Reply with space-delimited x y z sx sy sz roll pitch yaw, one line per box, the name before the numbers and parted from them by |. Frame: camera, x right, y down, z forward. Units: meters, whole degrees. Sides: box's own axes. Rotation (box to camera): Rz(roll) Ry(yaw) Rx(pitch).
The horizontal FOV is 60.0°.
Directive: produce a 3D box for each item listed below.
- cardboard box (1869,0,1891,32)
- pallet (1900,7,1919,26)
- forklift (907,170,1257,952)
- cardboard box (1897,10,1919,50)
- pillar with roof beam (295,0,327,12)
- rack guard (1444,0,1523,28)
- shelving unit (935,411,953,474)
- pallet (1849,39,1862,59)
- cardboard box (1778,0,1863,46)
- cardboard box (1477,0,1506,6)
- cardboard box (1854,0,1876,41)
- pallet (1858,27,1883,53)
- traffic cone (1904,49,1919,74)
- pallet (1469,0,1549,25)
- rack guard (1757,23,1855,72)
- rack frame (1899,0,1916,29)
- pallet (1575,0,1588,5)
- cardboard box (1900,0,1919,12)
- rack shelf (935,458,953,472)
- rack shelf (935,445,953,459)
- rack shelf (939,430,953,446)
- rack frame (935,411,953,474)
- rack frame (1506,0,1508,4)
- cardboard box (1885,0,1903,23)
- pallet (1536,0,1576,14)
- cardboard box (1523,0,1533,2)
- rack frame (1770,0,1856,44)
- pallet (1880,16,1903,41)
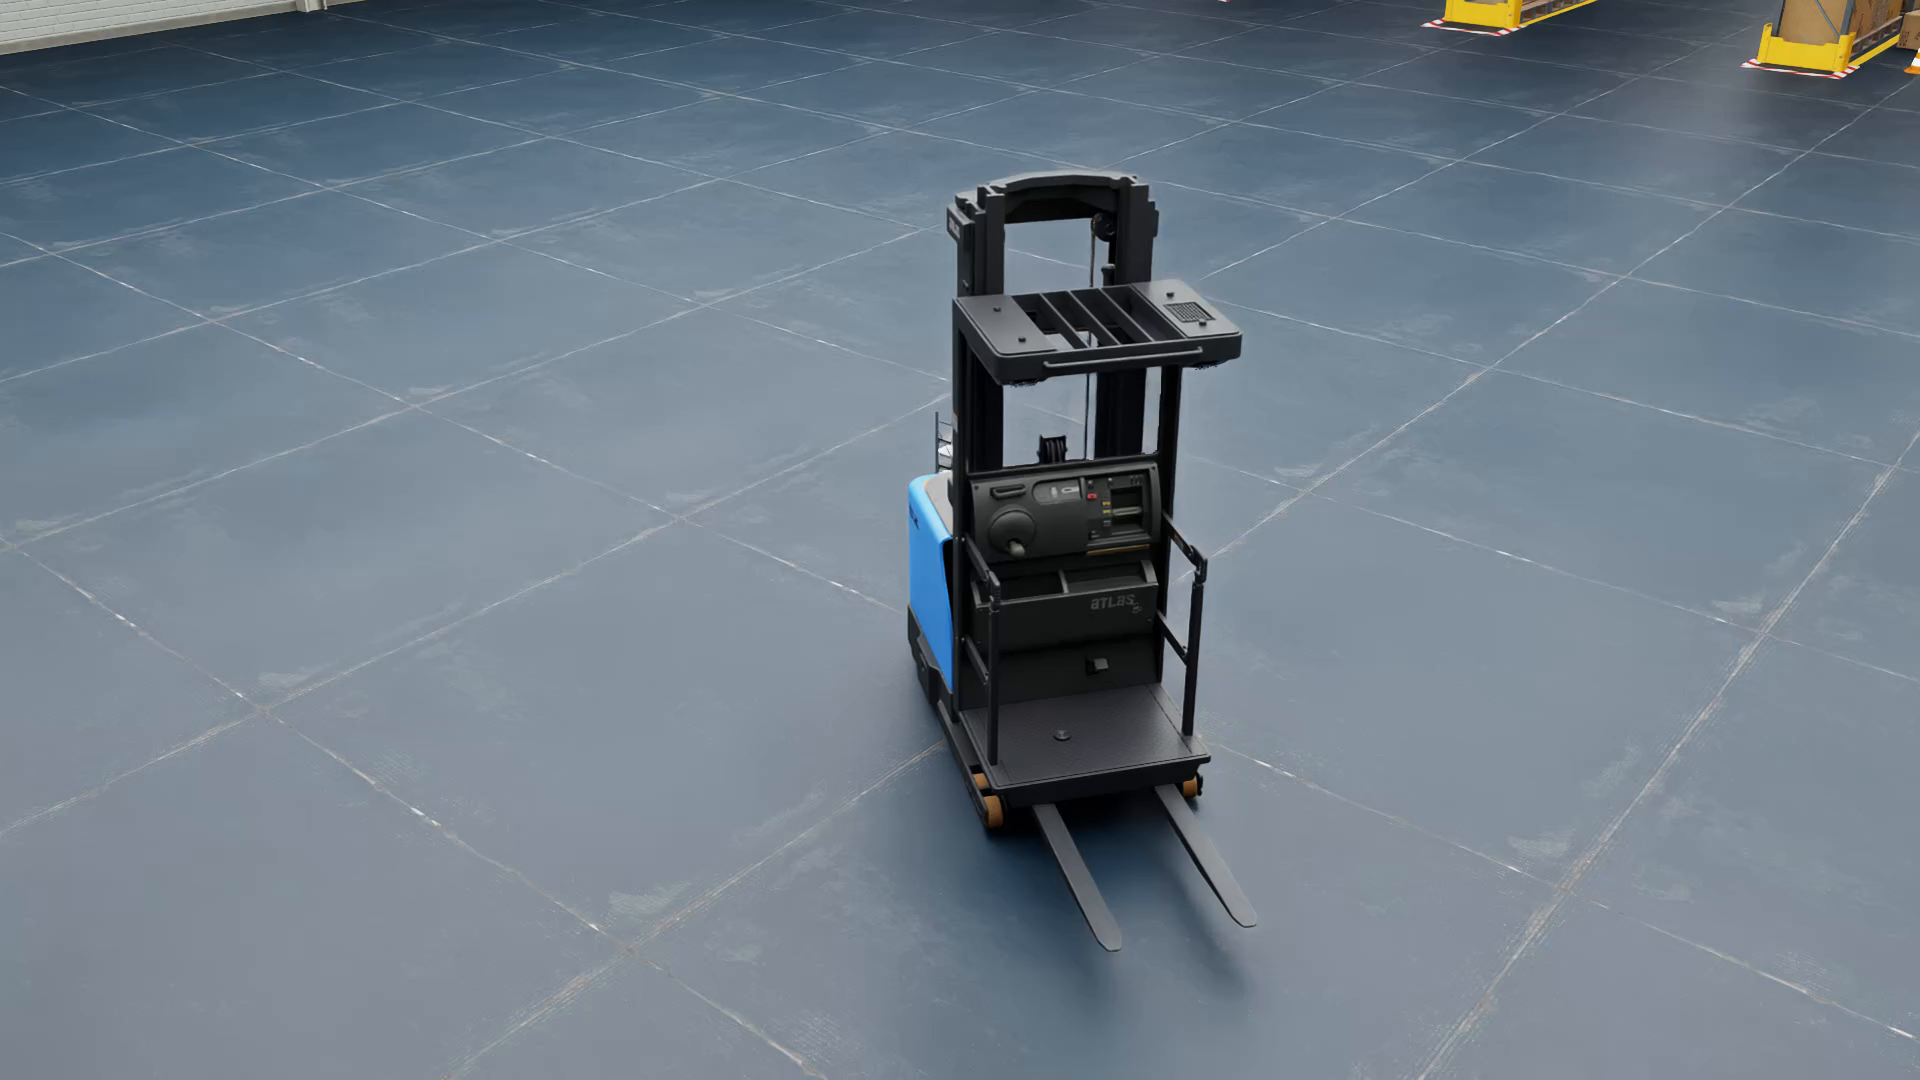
cardboard box | 13.680 -8.335 25.454 0.875 0.875 0.875 21 34 35
pallet | 15.137 -8.673 27.285 1.003 0.211 1.213 21 34 34
forklift | 0.566 -0.098 7.749 1.130 2.935 3.031 -7 28 -13
cardboard box | 14.508 -7.656 25.003 0.500 0.500 0.500 -21 34 -35
pillar with roof beam | -7.603 -11.679 23.532 9.100 9.000 0.400 21 34 34
rack guard | 8.445 -8.600 26.830 1.175 0.500 0.348 21 34 34
shelving unit | 0.005 -0.403 10.549 0.258 0.900 0.210 21 34 34
pallet | 12.608 -7.265 24.565 1.003 0.211 1.213 21 34 34
cardboard box | 12.540 -7.700 24.226 0.875 0.875 0.875 21 34 35
cardboard box | 8.807 -8.976 27.100 0.500 0.500 0.500 -21 34 -35
cardboard box | 13.098 -8.013 24.830 0.875 0.875 0.875 20 34 34
pallet | 13.384 -7.696 25.397 1.003 0.211 1.213 21 34 34
traffic cone | 13.593 -6.844 23.476 0.336 0.463 0.334 21 34 34
pallet | 8.989 -8.749 27.433 1.003 0.211 1.213 21 34 34
rack guard | 12.144 -7.079 23.890 1.175 0.500 0.348 21 34 34
rack frame | 14.704 -9.616 26.073 1.000 3.000 0.127 21 34 34
pallet | 10.541 -9.614 29.105 1.003 0.211 1.213 21 34 34
cardboard box | 15.029 -9.050 26.970 1.050 0.750 0.750 21 34 34
rack shelf | 0.005 -0.453 10.523 0.258 0.077 0.200 21 34 34
rack shelf | 0.005 -0.533 10.481 0.258 0.077 0.200 21 34 34
rack shelf | 0.005 -0.613 10.440 0.258 0.077 0.200 21 34 34
rack frame | -0.059 -0.367 10.479 0.240 0.900 0.006 21 34 34
rack frame | 8.397 -9.683 26.203 1.000 3.000 0.127 21 34 34
cardboard box | 14.250 -8.656 26.073 0.875 0.875 0.875 21 34 35
pallet | 9.765 -9.180 28.265 1.003 0.211 1.213 21 34 34
cardboard box | 9.161 -9.198 27.529 0.500 0.500 0.500 -18 32 -31
rack frame | 12.160 -8.198 23.332 1.000 3.000 0.127 21 34 34
pallet | 14.160 -8.131 26.237 1.003 0.211 1.213 21 34 34
